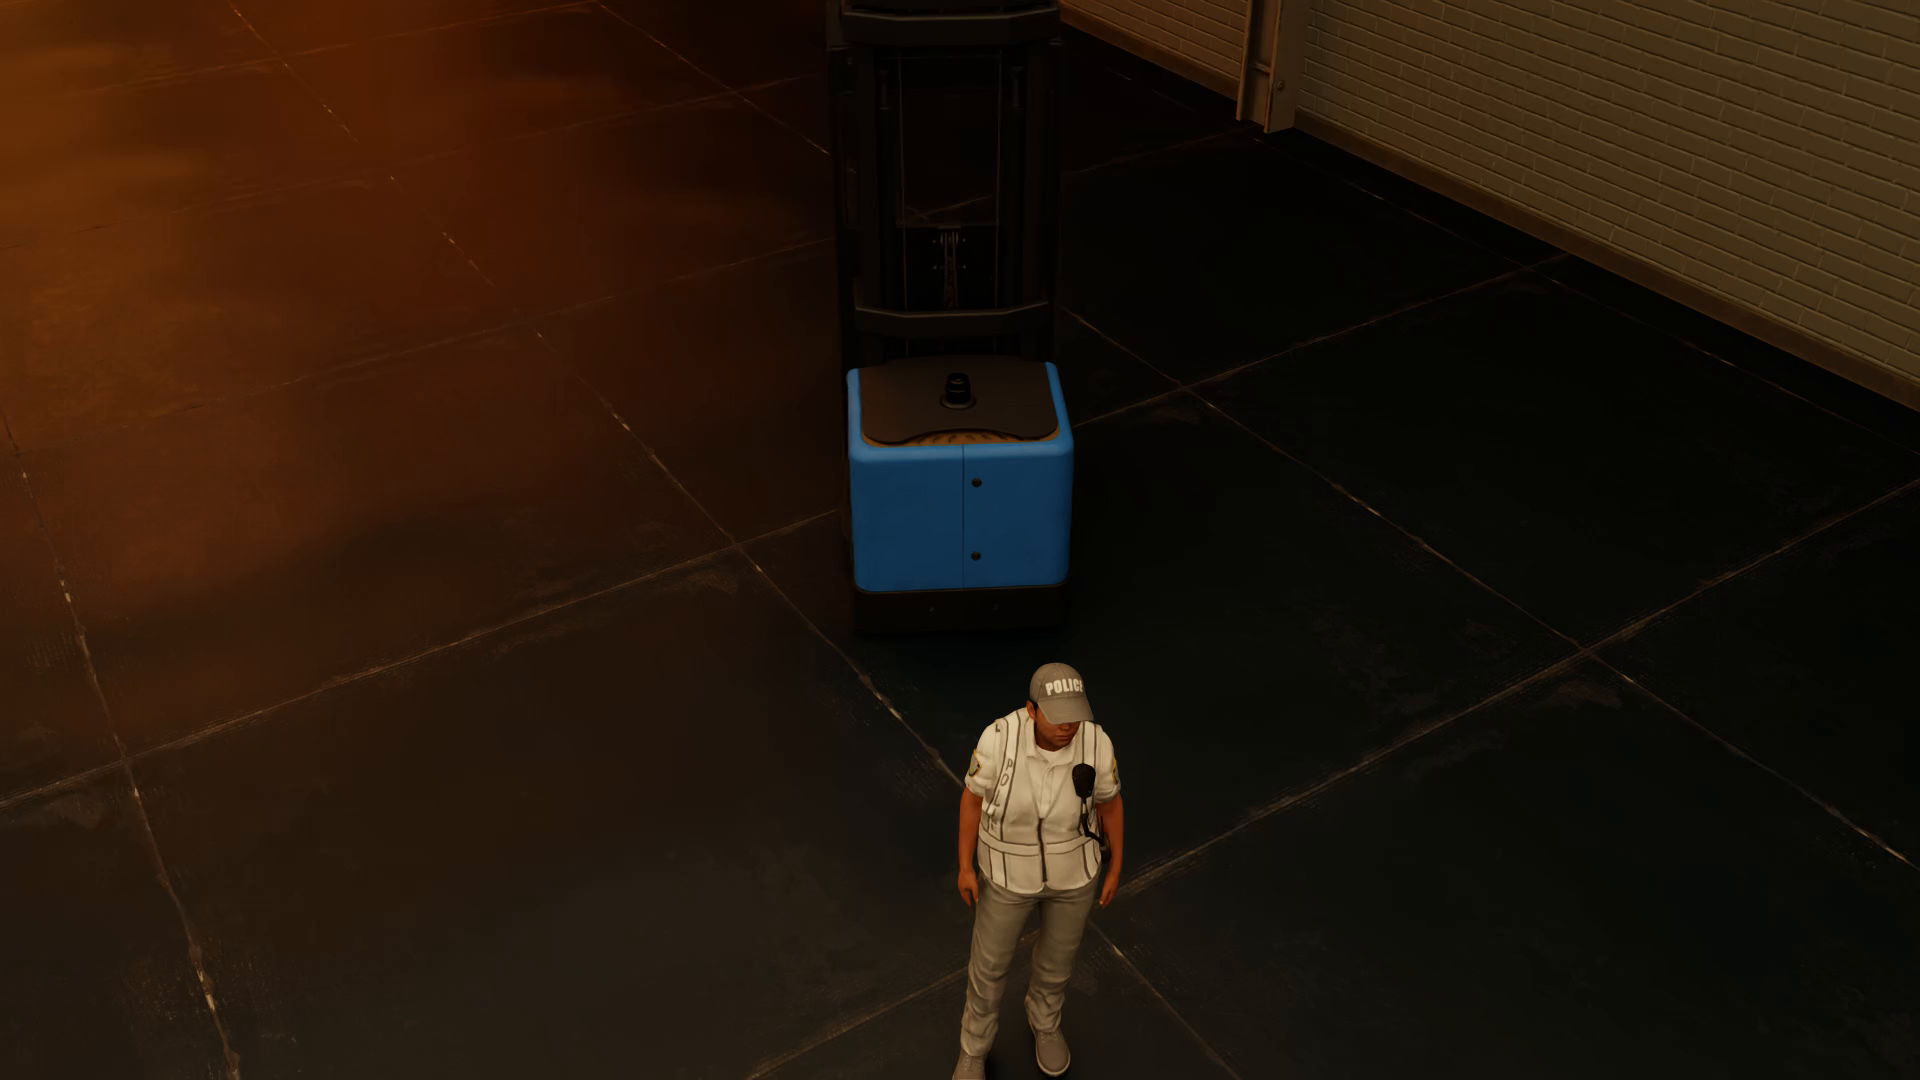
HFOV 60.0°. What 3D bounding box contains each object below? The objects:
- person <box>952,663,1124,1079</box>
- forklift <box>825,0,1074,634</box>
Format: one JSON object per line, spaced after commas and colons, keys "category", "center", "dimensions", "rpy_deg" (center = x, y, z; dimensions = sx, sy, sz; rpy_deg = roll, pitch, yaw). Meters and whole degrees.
{"category": "person", "center": [0.258, 1.157, 5.589], "dimensions": [0.598, 1.670, 0.529], "rpy_deg": [-2, 35, -3]}
{"category": "forklift", "center": [-0.086, -1.578, 8.394], "dimensions": [1.130, 2.935, 3.031], "rpy_deg": [-2, 35, -3]}
